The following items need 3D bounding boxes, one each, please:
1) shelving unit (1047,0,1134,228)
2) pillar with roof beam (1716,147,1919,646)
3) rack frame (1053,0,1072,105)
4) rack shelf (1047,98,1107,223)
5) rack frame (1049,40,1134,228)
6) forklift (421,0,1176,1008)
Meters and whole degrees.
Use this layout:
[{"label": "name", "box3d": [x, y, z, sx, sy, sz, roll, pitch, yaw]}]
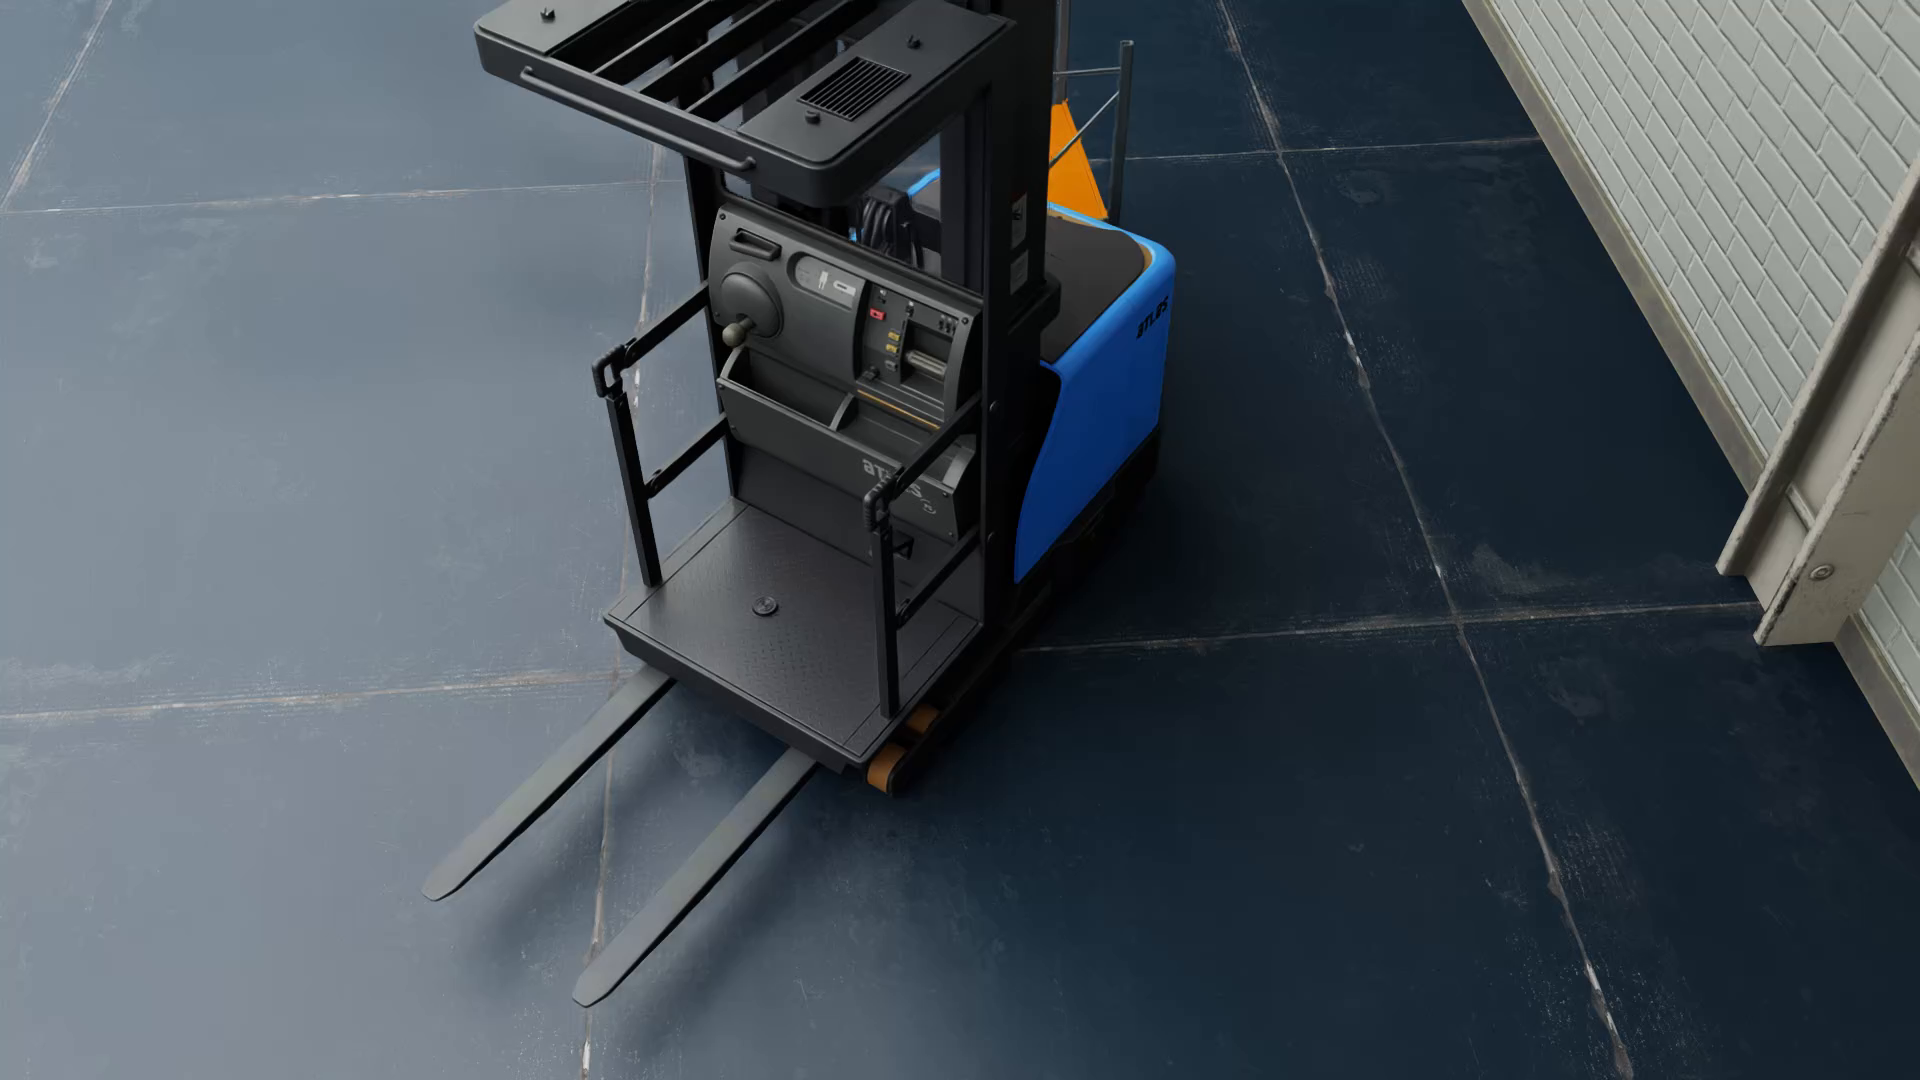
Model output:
[{"label": "shelving unit", "box3d": [0.286, -1.562, 6.697, 0.587, 1.500, 1.083, -6, 47, -6]}, {"label": "pillar with roof beam", "box3d": [-1.321, -2.610, 2.524, 9.100, 9.000, 0.400, -3, 47, -3]}, {"label": "rack frame", "box3d": [0.207, -1.934, 7.048, 0.500, 1.500, 0.032, -6, 47, -6]}, {"label": "rack shelf", "box3d": [0.284, -1.445, 6.833, 0.538, 0.185, 1.000, -6, 47, -6]}, {"label": "rack frame", "box3d": [0.362, -1.204, 6.357, 0.500, 1.500, 0.032, -6, 47, -6]}, {"label": "forklift", "box3d": [-0.481, -0.579, 4.780, 1.130, 2.935, 3.031, 26, 52, 23]}]
